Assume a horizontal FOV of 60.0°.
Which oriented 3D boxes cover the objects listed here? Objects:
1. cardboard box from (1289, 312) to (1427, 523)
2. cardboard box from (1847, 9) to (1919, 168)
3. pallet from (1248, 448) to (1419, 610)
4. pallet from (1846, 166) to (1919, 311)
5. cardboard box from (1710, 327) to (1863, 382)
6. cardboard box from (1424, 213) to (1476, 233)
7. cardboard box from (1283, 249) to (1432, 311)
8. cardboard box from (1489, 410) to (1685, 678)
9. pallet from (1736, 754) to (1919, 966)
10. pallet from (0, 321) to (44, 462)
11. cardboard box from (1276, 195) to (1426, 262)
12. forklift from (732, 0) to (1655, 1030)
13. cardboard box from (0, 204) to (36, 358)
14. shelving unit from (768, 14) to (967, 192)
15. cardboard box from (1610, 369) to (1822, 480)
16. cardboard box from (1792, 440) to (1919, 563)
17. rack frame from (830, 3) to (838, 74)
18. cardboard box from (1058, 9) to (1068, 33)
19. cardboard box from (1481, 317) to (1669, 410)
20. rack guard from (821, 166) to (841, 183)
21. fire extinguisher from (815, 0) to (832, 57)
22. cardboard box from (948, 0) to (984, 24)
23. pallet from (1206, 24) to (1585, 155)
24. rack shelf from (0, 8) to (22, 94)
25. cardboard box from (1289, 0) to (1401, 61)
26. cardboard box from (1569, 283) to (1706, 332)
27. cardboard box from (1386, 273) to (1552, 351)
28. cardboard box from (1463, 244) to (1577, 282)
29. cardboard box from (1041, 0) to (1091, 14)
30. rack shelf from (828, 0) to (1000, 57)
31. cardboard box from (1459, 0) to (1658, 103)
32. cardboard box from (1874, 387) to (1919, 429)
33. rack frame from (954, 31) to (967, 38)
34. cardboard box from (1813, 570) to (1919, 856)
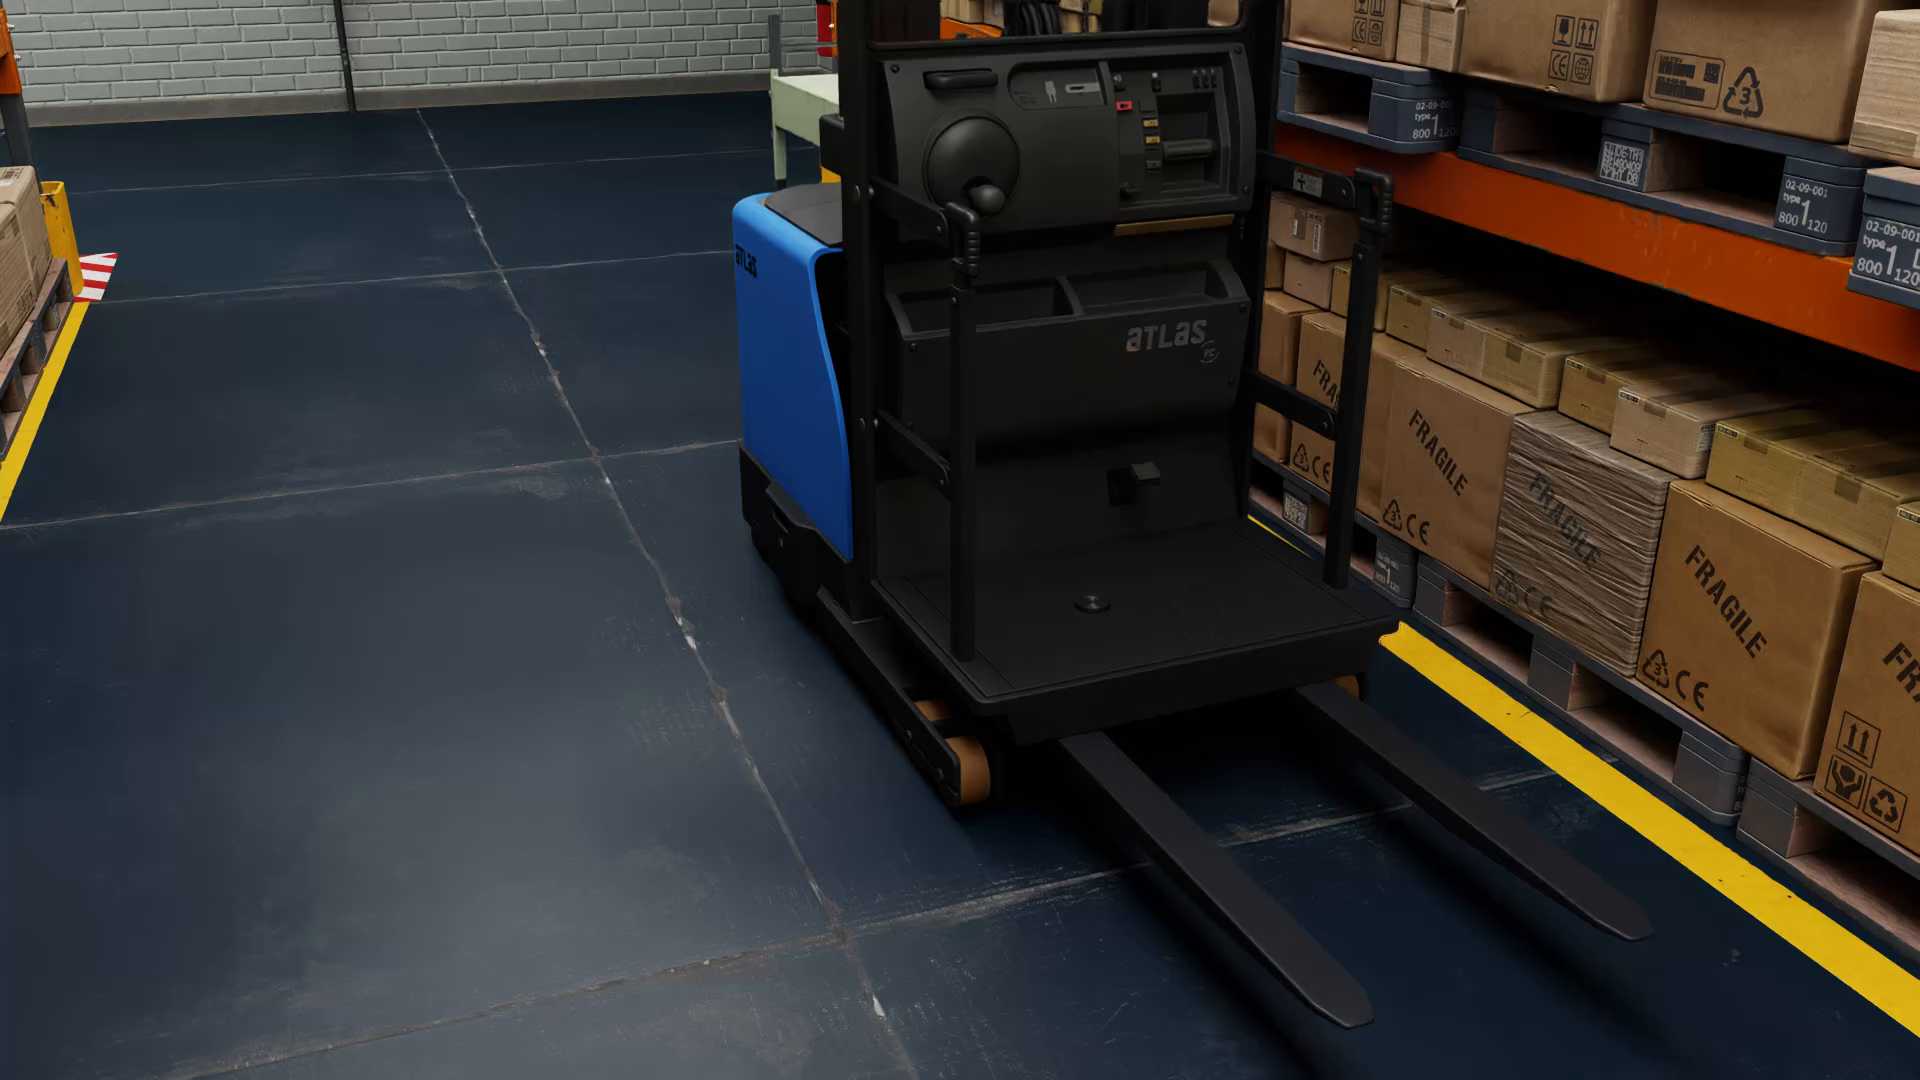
[{"bbox_3d":[1.357,-0.399,5.012,0.500,0.500,0.500,-9,24,-20],"label":"cardboard box"},{"bbox_3d":[1.937,-0.766,2.858,0.500,0.250,0.500,-10,25,-21],"label":"cardboard box"},{"bbox_3d":[1.522,-0.181,5.407,1.003,0.211,1.213,-8,24,-19],"label":"pallet"},{"bbox_3d":[2.308,-0.451,2.705,1.213,0.211,1.003,-8,24,-19],"label":"pallet"},{"bbox_3d":[2.158,-0.442,4.279,0.380,0.149,0.250,-9,25,-21],"label":"cardboard box"},{"bbox_3d":[1.600,-1.002,5.609,0.380,0.149,0.250,-9,25,-21],"label":"cardboard box"},{"bbox_3d":[1.248,-0.840,5.223,0.380,0.149,0.250,-9,24,-20],"label":"cardboard box"},{"bbox_3d":[1.707,-0.028,4.131,0.500,0.500,0.500,-9,25,-21],"label":"cardboard box"},{"bbox_3d":[2.384,0.706,3.304,1.003,0.211,1.213,-8,24,-19],"label":"pallet"},{"bbox_3d":[-4.073,-0.520,6.211,1.003,0.211,1.213,-8,24,-19],"label":"pallet"},{"bbox_3d":[1.214,-0.979,5.170,0.380,0.149,0.250,-10,25,-22],"label":"cardboard box"},{"bbox_3d":[0.356,-0.928,3.677,1.130,2.935,3.031,-9,25,-21],"label":"forklift"},{"bbox_3d":[-4.198,-0.982,6.477,0.875,0.438,0.875,-8,24,-18],"label":"cardboard box"},{"bbox_3d":[-0.310,-0.961,5.600,0.431,1.500,0.755,-9,25,-21],"label":"shelving unit"},{"bbox_3d":[1.759,-0.274,3.879,0.380,0.149,0.250,-10,25,-22],"label":"cardboard box"},{"bbox_3d":[1.973,-0.087,3.436,0.380,0.149,0.250,-8,24,-17],"label":"cardboard box"},{"bbox_3d":[-0.213,-3.209,9.003,1.000,3.000,0.127,-8,24,-19],"label":"rack frame"},{"bbox_3d":[0.557,-2.003,6.464,0.380,0.149,0.250,-8,24,-18],"label":"cardboard box"},{"bbox_3d":[1.598,-0.464,4.331,0.380,0.149,0.250,-7,24,-17],"label":"cardboard box"},{"bbox_3d":[-0.186,-2.030,9.423,1.175,0.500,0.348,-8,24,-19],"label":"rack guard"},{"bbox_3d":[-0.698,-2.992,9.066,0.296,0.674,0.183,-8,24,-19],"label":"fire extinguisher"},{"bbox_3d":[0.167,-2.369,7.332,0.380,0.149,0.250,-8,24,-18],"label":"cardboard box"},{"bbox_3d":[1.380,-1.362,4.867,1.003,0.211,1.213,-8,24,-19],"label":"pallet"},{"bbox_3d":[-4.149,-1.469,5.799,1.077,0.370,4.000,-8,24,-19],"label":"rack shelf"},{"bbox_3d":[1.344,-1.601,4.517,0.700,0.500,0.500,-8,24,-18],"label":"cardboard box"},{"bbox_3d":[1.953,-0.624,4.710,0.380,0.149,0.250,-8,24,-18],"label":"cardboard box"},{"bbox_3d":[1.459,-0.650,4.773,0.380,0.149,0.250,-9,24,-20],"label":"cardboard box"},{"bbox_3d":[1.791,-0.820,5.177,0.380,0.149,0.250,-8,24,-18],"label":"cardboard box"},{"bbox_3d":[0.601,-2.156,6.312,0.500,0.250,0.500,-8,24,-19],"label":"cardboard box"},{"bbox_3d":[0.493,-2.151,7.418,1.077,0.370,4.000,-8,24,-19],"label":"rack shelf"},{"bbox_3d":[1.622,-1.316,3.840,0.700,0.500,0.500,-8,24,-19],"label":"cardboard box"},{"bbox_3d":[2.342,-0.255,3.835,0.380,0.149,0.250,-9,24,-20],"label":"cardboard box"},{"bbox_3d":[-0.167,-0.830,5.289,0.400,1.500,0.023,-9,25,-21],"label":"rack frame"},{"bbox_3d":[2.095,0.348,3.239,0.500,0.500,0.500,-9,24,-20],"label":"cardboard box"}]
